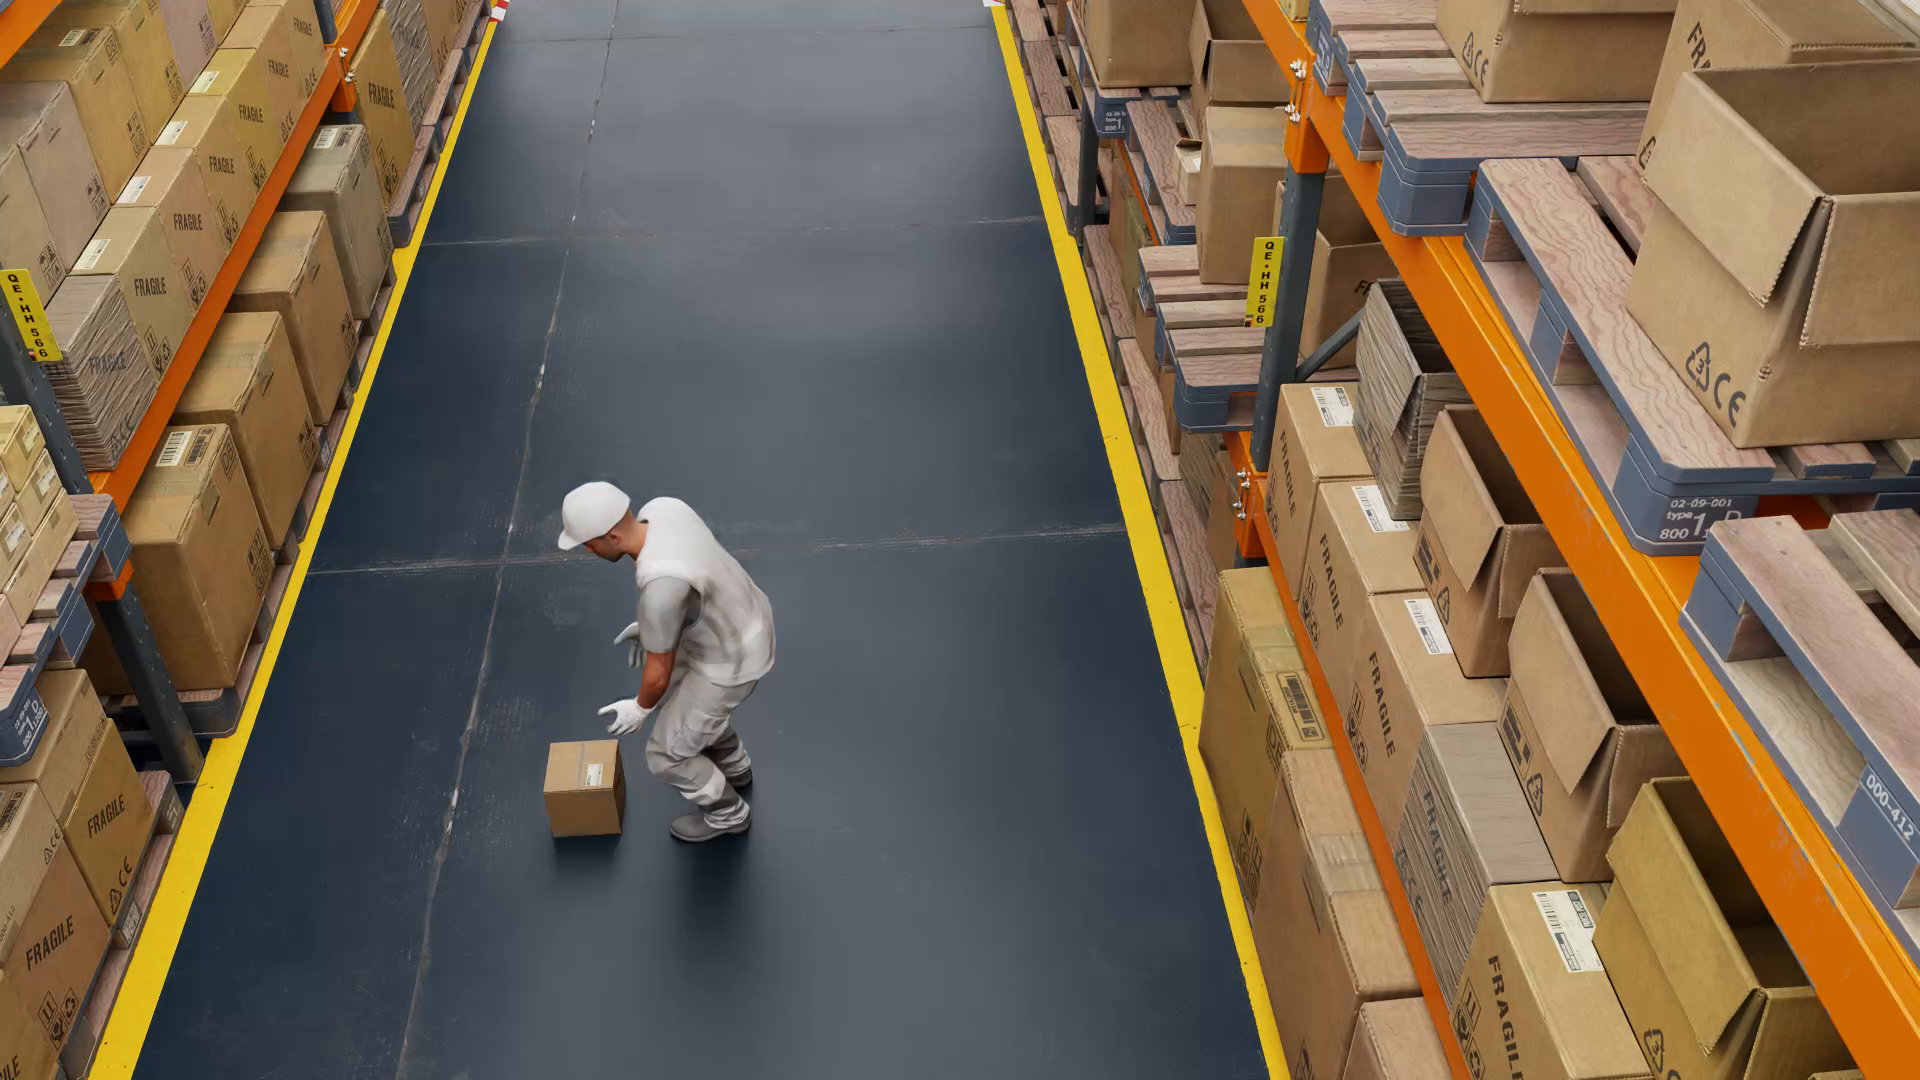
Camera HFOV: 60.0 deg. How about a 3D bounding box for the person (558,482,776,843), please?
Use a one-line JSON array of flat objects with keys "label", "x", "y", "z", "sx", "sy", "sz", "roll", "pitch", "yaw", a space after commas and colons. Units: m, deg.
[{"label": "person", "x": -0.974, "y": 0.423, "z": 5.795, "sx": 0.669, "sy": 1.555, "sz": 0.577, "roll": -3, "pitch": 39, "yaw": -4}]
